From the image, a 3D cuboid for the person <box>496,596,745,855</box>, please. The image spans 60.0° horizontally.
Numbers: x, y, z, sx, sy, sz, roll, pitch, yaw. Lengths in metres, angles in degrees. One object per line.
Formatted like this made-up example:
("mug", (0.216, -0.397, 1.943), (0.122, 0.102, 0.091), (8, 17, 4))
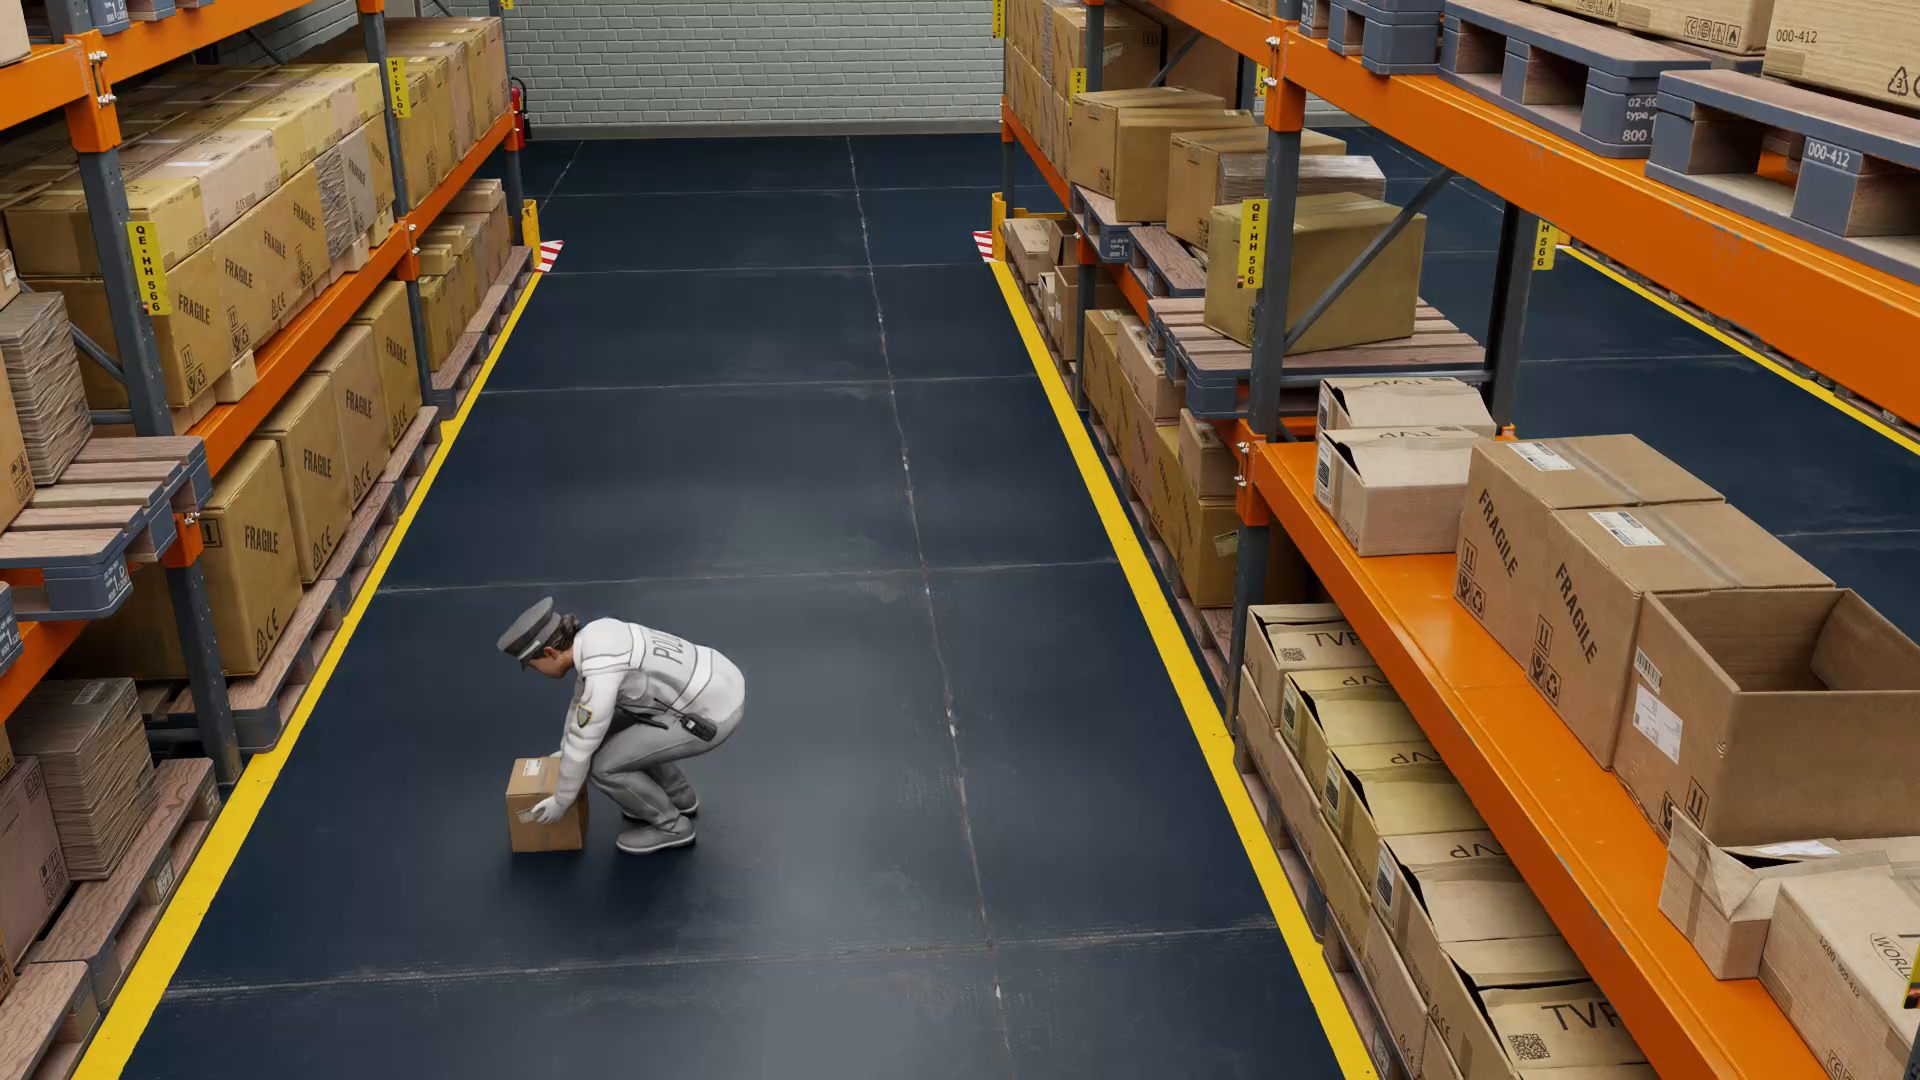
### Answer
("person", (-1.196, 0.645, 5.990), (0.844, 0.985, 0.483), (-2, 24, -5))
